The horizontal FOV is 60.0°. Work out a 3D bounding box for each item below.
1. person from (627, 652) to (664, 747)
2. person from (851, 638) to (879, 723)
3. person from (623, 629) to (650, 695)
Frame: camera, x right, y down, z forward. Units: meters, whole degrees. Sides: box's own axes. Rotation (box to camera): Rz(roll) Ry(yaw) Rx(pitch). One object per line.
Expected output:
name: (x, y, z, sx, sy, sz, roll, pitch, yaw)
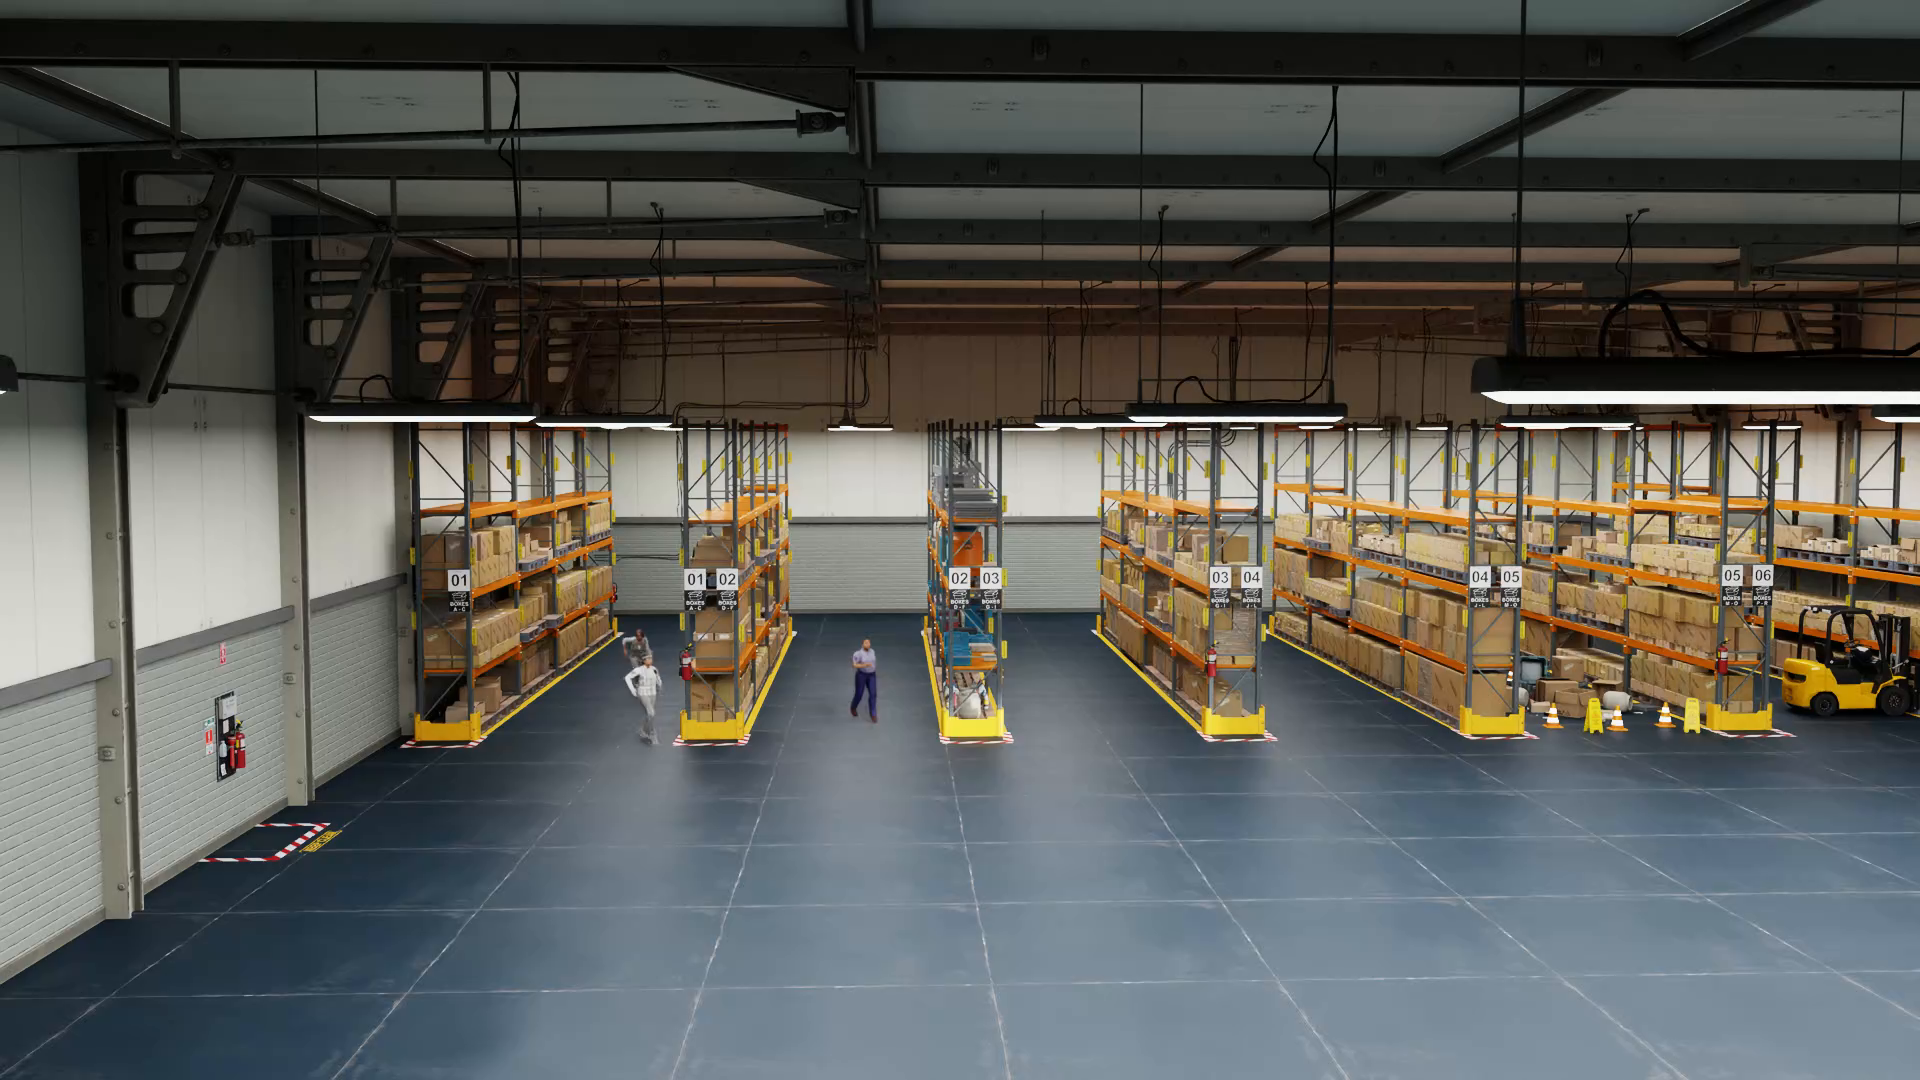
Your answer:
person: (-5.741, 2.916, 30.741, 0.904, 1.713, 0.619, 3, 5, 42)
person: (-1.875, 2.768, 33.052, 0.604, 1.625, 0.934, -2, 4, -29)
person: (-7.090, 2.659, 36.449, 0.571, 1.471, 0.895, -1, 4, -18)
